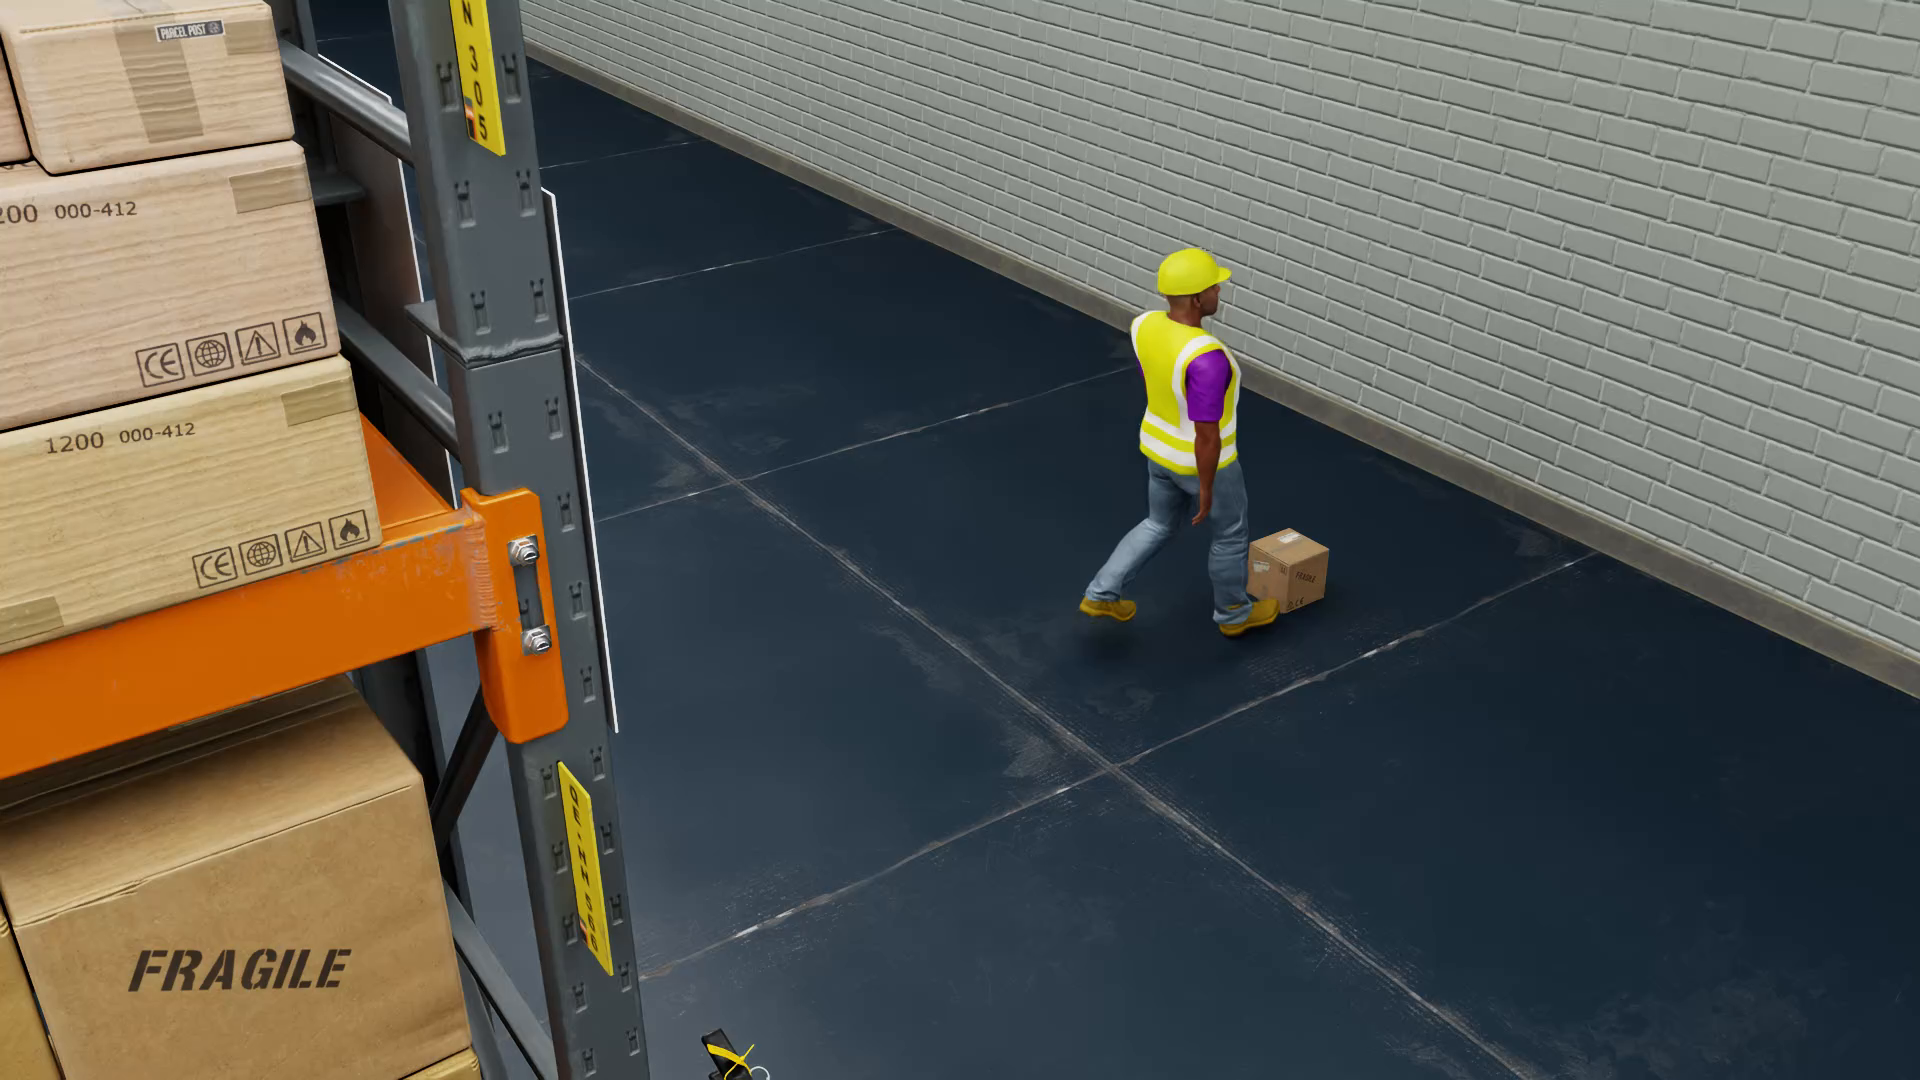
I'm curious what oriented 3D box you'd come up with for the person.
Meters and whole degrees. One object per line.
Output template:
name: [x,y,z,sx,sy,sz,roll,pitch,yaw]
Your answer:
person: [0.956,-0.365,6.766,0.882,1.740,0.567,-17,33,-28]
